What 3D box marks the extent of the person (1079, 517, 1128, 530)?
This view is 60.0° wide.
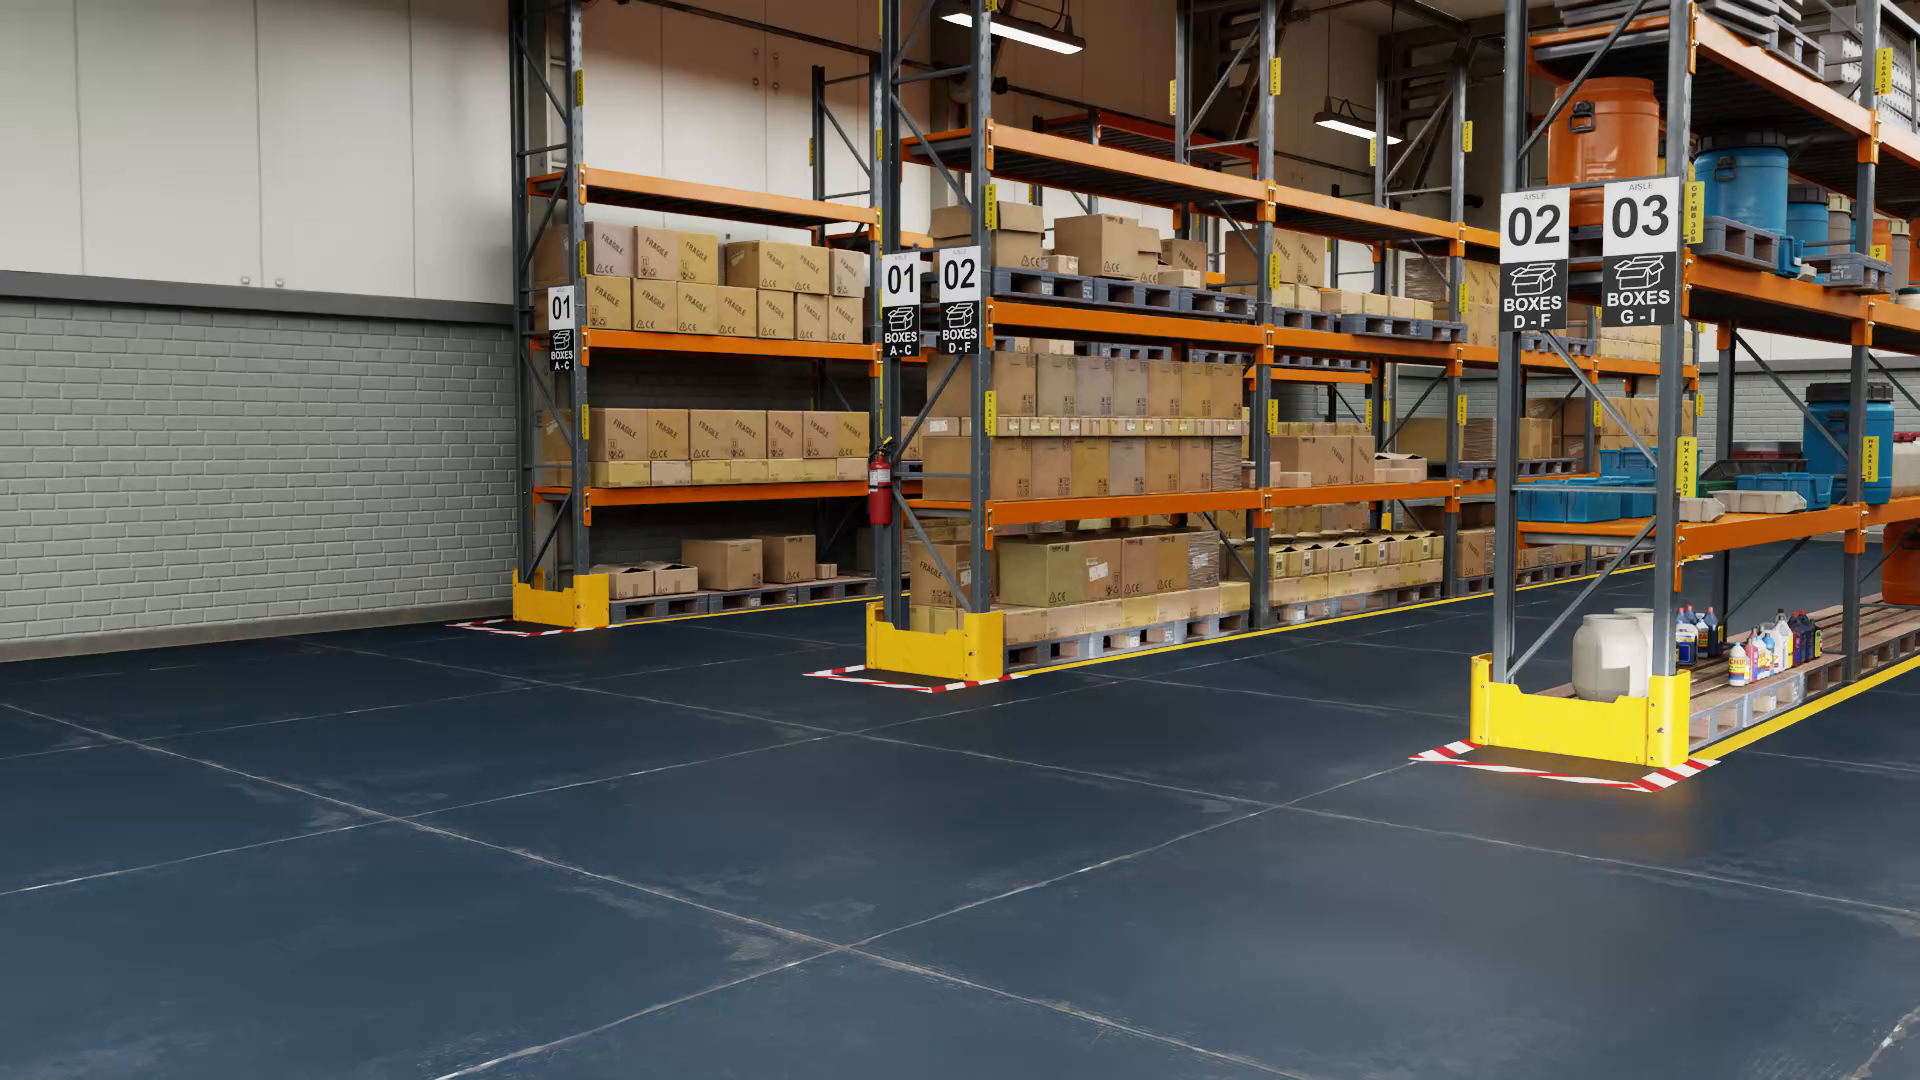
[{"bbox_3d":[1.416,-0.082,16.843,0.425,1.665,0.556,3,5,42],"label":"person"}]
